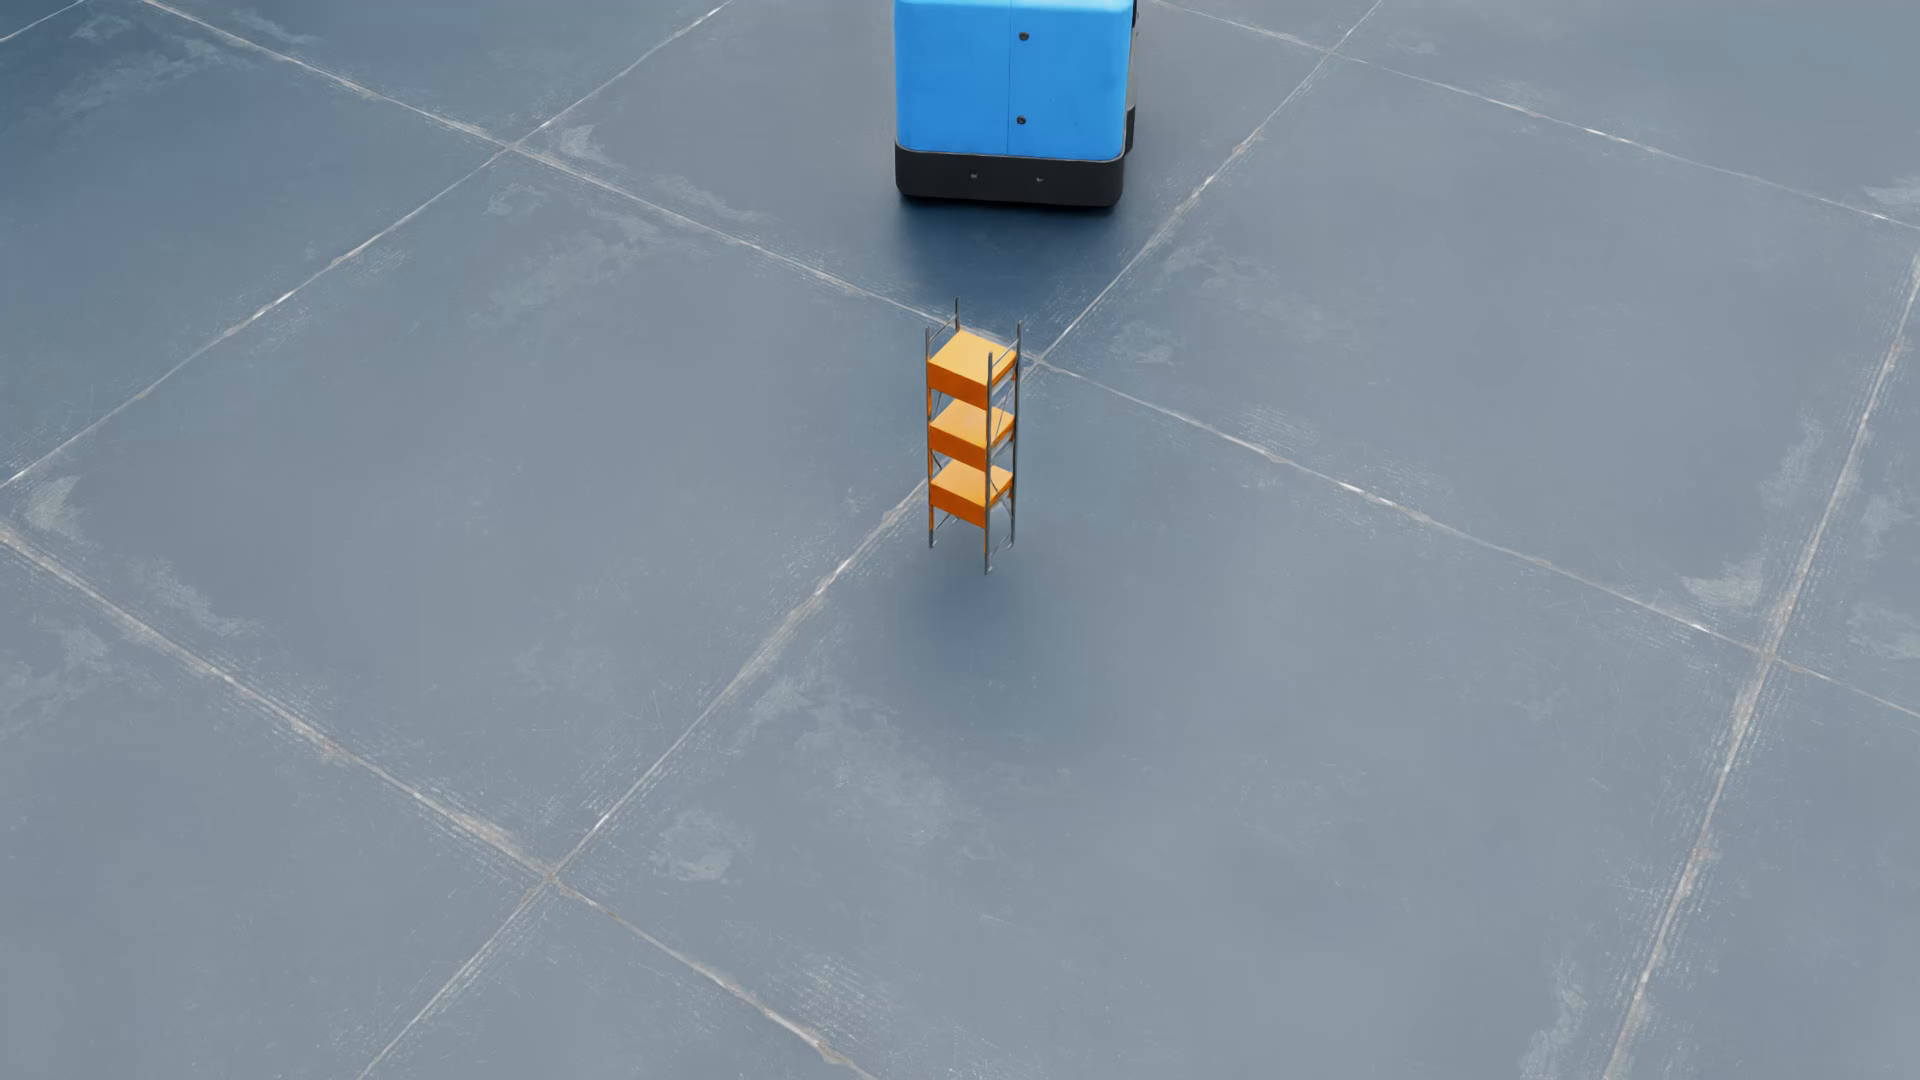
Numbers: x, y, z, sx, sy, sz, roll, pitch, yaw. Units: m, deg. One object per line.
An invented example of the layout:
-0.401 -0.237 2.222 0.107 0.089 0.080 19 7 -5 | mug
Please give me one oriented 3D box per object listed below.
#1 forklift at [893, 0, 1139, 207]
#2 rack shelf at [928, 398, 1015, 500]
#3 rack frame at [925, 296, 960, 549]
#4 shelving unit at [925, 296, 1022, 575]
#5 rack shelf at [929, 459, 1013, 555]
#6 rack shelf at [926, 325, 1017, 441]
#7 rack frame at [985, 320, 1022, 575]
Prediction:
0.366 -3.612 7.716 1.130 2.935 3.031 4 46 4 | forklift
0.045 -0.338 5.861 0.240 0.259 0.215 25 51 22 | rack shelf
-0.058 -0.392 5.899 0.008 1.050 0.200 25 51 22 | rack frame
0.045 -0.345 5.853 0.252 1.050 0.215 25 51 22 | shelving unit
0.045 -0.144 6.060 0.240 0.259 0.215 25 51 22 | rack shelf
0.045 -0.536 5.657 0.240 0.259 0.215 25 51 22 | rack shelf
0.148 -0.298 5.807 0.008 1.050 0.200 25 51 22 | rack frame
